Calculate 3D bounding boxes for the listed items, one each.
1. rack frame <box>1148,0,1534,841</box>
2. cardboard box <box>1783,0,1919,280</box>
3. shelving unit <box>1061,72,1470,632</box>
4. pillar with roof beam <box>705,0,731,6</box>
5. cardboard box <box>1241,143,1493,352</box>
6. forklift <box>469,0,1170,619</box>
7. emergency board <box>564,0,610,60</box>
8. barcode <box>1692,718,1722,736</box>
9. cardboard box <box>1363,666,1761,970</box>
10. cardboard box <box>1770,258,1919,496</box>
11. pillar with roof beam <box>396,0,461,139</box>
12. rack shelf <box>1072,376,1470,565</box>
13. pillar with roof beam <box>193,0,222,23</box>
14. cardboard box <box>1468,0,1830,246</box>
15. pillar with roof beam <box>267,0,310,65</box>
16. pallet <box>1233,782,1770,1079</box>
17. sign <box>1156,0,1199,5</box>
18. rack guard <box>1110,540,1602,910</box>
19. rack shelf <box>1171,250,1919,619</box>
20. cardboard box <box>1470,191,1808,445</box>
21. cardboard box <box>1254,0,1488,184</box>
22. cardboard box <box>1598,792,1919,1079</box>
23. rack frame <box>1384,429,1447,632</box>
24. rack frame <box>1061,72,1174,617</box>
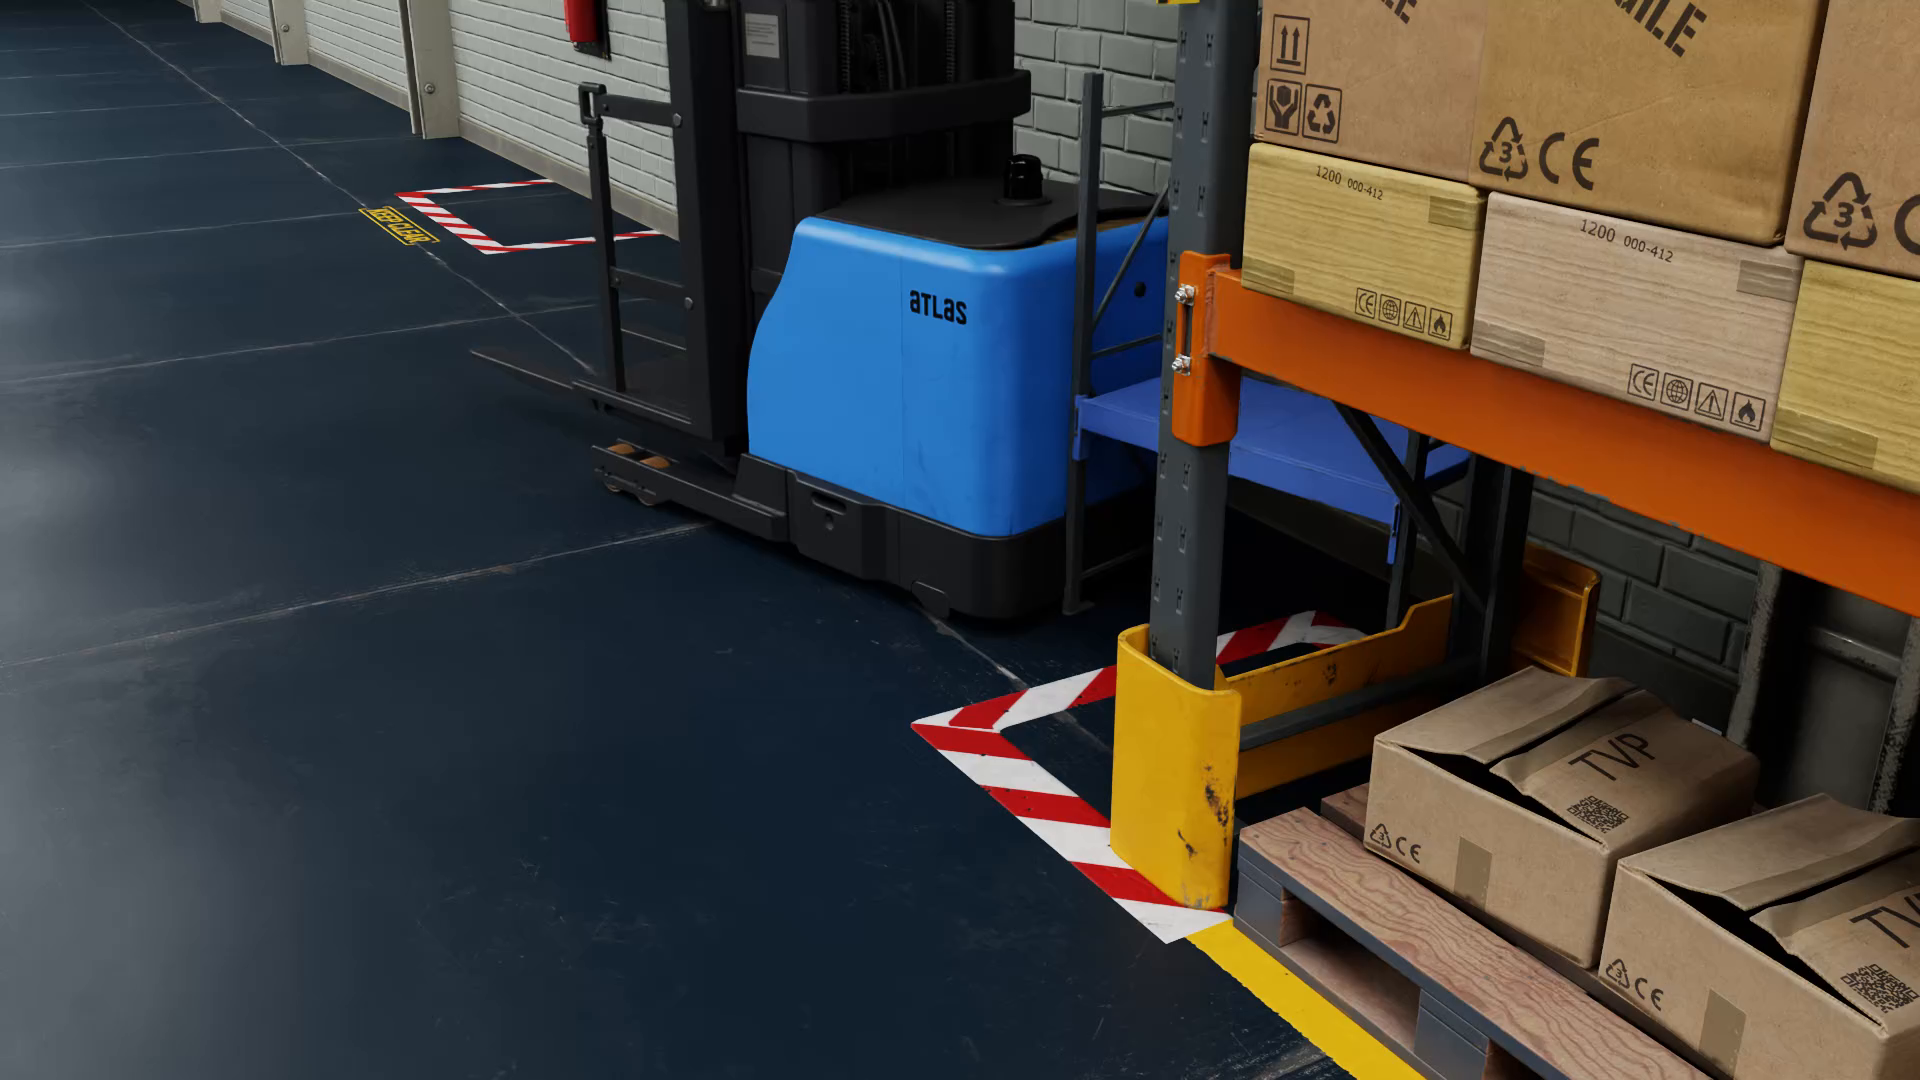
[{"bbox_3d":[0.857,-0.809,3.318,1.000,3.000,0.127,-13,25,-28],"label":"rack frame"},{"bbox_3d":[1.345,-0.553,1.866,0.500,0.500,0.500,-14,26,-30],"label":"cardboard box"},{"bbox_3d":[0.848,-0.400,4.294,1.048,1.500,0.538,22,30,40],"label":"shelving unit"},{"bbox_3d":[-4.808,-4.642,4.781,9.100,9.000,0.400,-13,25,-28],"label":"pillar with roof beam"},{"bbox_3d":[0.833,-0.529,2.803,0.500,0.250,0.500,-13,26,-30],"label":"cardboard box"},{"bbox_3d":[-0.621,-1.594,5.341,3.031,2.935,1.130,20,30,40],"label":"forklift"},{"bbox_3d":[-2.336,-3.498,9.934,0.194,1.169,0.643,-13,25,-28],"label":"emergency board"},{"bbox_3d":[1.486,0.399,3.321,0.001,0.075,0.075,-13,25,-28],"label":"barcode"},{"bbox_3d":[1.133,0.474,3.147,0.500,0.311,0.500,-16,27,-34],"label":"cardboard box"},{"bbox_3d":[1.366,-0.198,1.988,0.500,0.250,0.500,-13,26,-29],"label":"cardboard box"},{"bbox_3d":[-7.872,-6.584,9.560,9.100,9.000,0.400,-13,25,-28],"label":"pillar with roof beam"},{"bbox_3d":[0.846,-0.234,4.363,1.000,0.185,0.538,22,30,40],"label":"rack shelf"},{"bbox_3d":[-14.002,-10.469,19.117,9.100,9.000,0.400,-13,25,-28],"label":"pillar with roof beam"},{"bbox_3d":[1.087,-0.722,2.280,0.500,0.500,0.500,-13,25,-28],"label":"cardboard box"},{"bbox_3d":[-10.937,-8.526,14.338,9.100,9.000,0.400,-13,25,-28],"label":"pillar with roof beam"},{"bbox_3d":[1.281,0.777,3.118,1.003,0.211,1.213,-13,25,-28],"label":"pallet"},{"bbox_3d":[0.391,-1.105,2.898,0.100,0.325,0.005,-13,25,-28],"label":"sign"},{"bbox_3d":[0.896,0.374,3.728,1.175,0.500,0.348,-13,25,-28],"label":"rack guard"},{"bbox_3d":[1.879,0.172,1.860,1.077,0.370,4.000,-13,25,-28],"label":"rack shelf"},{"bbox_3d":[1.111,-0.364,2.396,0.500,0.250,0.500,-13,26,-30],"label":"cardboard box"},{"bbox_3d":[0.843,-0.884,2.678,0.500,0.500,0.500,-13,25,-28],"label":"cardboard box"},{"bbox_3d":[1.424,0.659,2.693,0.500,0.311,0.500,-10,24,-24],"label":"cardboard box"},{"bbox_3d":[1.209,-0.258,3.965,0.032,1.500,0.500,22,30,40],"label":"rack frame"},{"bbox_3d":[0.488,-0.542,4.623,0.032,1.500,0.500,22,30,40],"label":"rack frame"}]
